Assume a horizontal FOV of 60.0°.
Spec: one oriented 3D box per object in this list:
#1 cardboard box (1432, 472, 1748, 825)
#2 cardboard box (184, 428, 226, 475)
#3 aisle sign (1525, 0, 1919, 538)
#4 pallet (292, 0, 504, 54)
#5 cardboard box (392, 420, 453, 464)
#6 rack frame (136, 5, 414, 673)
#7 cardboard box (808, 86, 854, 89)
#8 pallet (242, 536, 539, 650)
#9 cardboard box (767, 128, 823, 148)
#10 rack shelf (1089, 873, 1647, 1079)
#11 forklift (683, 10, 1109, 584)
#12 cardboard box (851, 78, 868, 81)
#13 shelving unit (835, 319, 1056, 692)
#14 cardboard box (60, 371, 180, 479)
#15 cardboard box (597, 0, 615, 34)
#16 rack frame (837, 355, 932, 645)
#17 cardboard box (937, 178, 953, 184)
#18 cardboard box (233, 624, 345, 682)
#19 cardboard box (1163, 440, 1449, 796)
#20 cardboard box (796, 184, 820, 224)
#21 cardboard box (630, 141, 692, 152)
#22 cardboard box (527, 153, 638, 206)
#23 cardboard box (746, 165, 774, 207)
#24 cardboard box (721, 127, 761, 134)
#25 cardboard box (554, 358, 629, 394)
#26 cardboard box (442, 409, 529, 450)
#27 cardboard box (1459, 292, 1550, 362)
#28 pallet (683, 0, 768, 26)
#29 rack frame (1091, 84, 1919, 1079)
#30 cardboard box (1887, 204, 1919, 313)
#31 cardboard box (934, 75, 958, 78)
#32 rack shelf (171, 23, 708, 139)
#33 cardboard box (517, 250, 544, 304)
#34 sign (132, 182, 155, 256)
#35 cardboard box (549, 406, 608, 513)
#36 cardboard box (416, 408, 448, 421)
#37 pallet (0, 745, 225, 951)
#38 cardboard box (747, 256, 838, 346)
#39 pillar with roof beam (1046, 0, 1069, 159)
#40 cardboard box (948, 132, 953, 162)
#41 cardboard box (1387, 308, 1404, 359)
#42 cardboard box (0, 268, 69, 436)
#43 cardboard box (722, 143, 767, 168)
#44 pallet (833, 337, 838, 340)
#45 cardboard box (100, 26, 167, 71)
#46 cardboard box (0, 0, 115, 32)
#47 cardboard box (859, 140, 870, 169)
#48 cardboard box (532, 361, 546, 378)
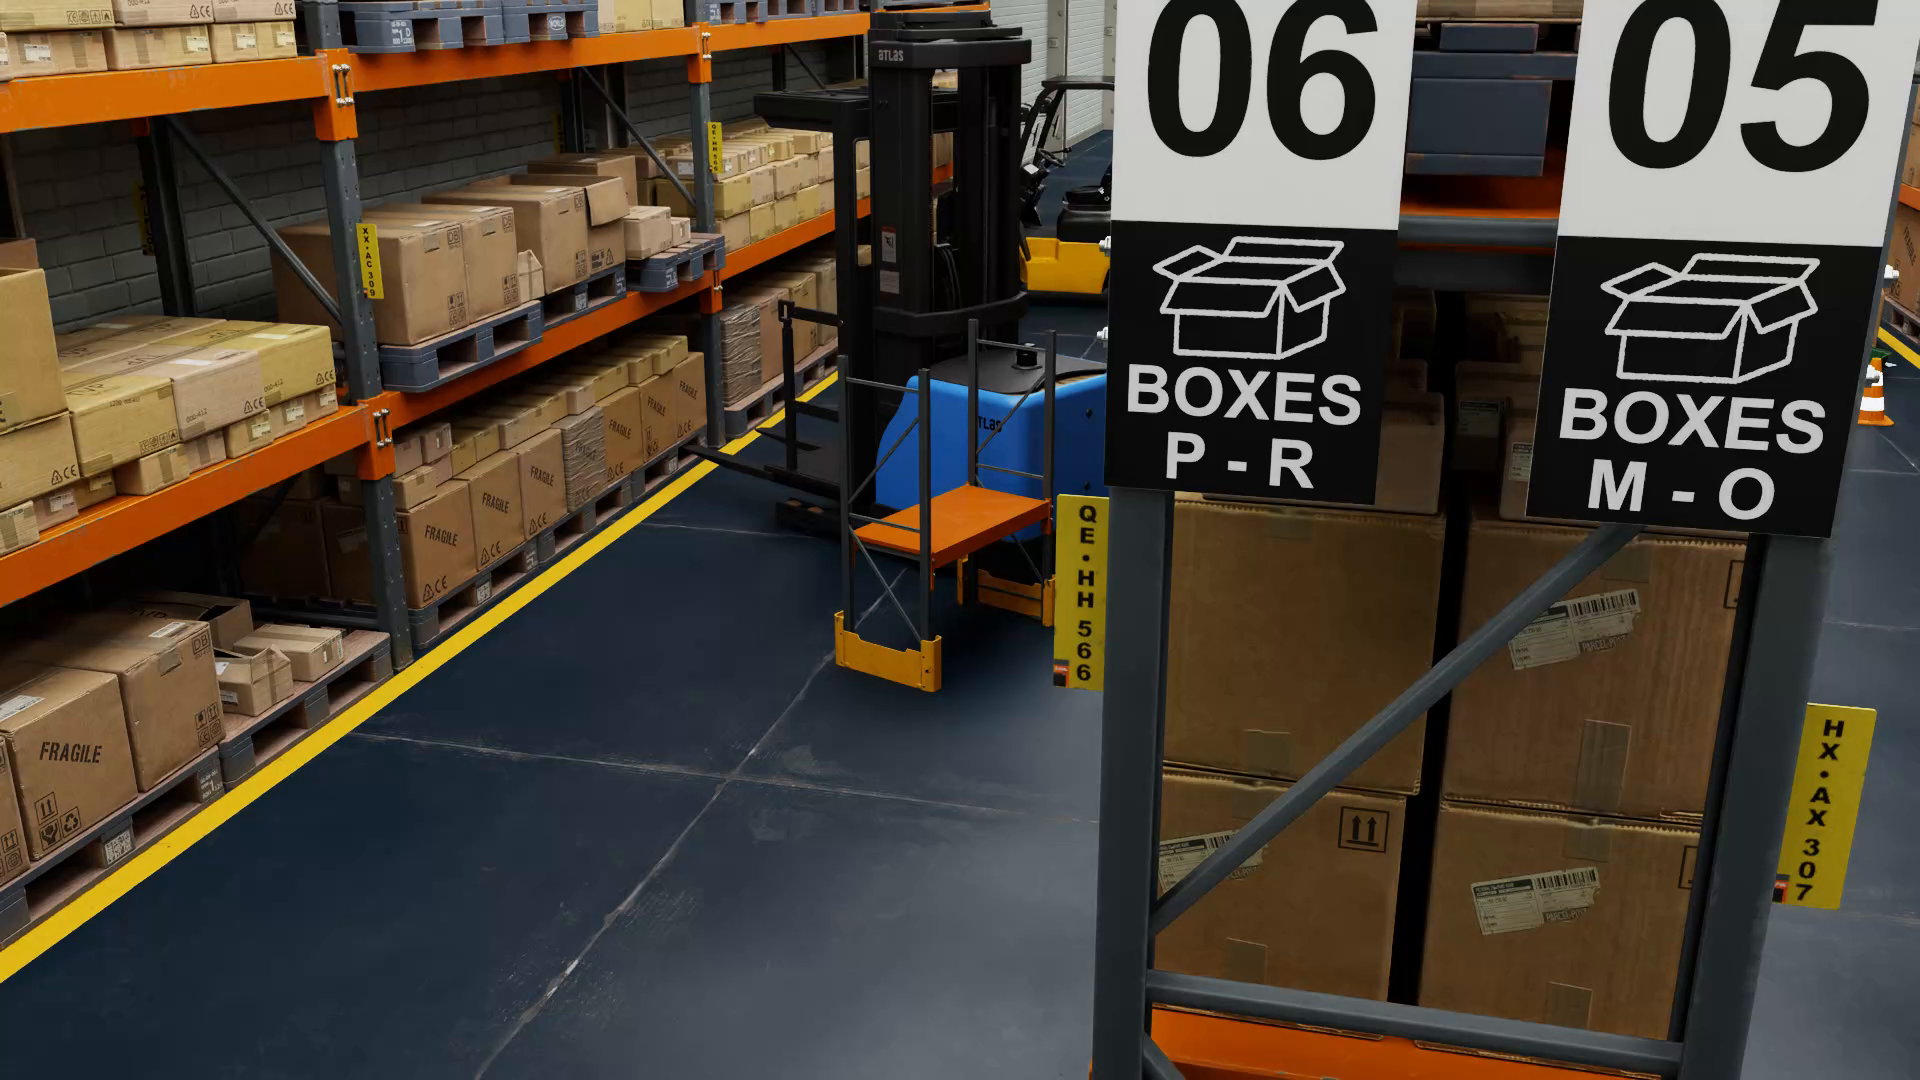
[{"bbox_3d":[1.116,0.146,2.919,0.500,0.500,0.500,4,19,12],"label":"cardboard box"},{"bbox_3d":[-3.120,-0.365,6.504,0.380,0.149,0.250,5,20,15],"label":"cardboard box"},{"bbox_3d":[0.987,-0.391,2.169,0.394,0.787,0.004,5,19,13],"label":"aisle sign"},{"bbox_3d":[-2.886,-2.380,7.665,1.213,0.211,1.003,5,19,13],"label":"pallet"},{"bbox_3d":[-2.751,-0.491,8.238,0.380,0.149,0.250,4,19,11],"label":"cardboard box"},{"bbox_3d":[-3.114,-0.851,7.537,1.000,3.000,0.127,5,19,13],"label":"rack frame"},{"bbox_3d":[-1.221,-4.220,15.783,0.380,0.149,0.250,4,19,12],"label":"cardboard box"},{"bbox_3d":[-2.952,0.211,8.743,1.003,0.211,1.213,5,19,13],"label":"pallet"},{"bbox_3d":[-1.311,-3.185,13.213,0.380,0.149,0.250,5,19,14],"label":"cardboard box"},{"bbox_3d":[1.212,0.508,4.674,1.077,0.370,4.000,5,19,13],"label":"rack shelf"},{"bbox_3d":[-0.458,-1.524,9.615,3.031,2.935,1.130,17,25,40],"label":"forklift"},{"bbox_3d":[-0.893,-4.620,16.954,0.380,0.149,0.250,4,19,12],"label":"cardboard box"},{"bbox_3d":[-0.049,-0.204,7.964,0.587,1.500,1.083,13,23,33],"label":"shelving unit"},{"bbox_3d":[-3.244,-0.428,6.072,0.500,0.250,0.500,5,19,13],"label":"cardboard box"},{"bbox_3d":[-2.271,-2.958,9.299,0.500,0.250,0.500,5,19,13],"label":"cardboard box"},{"bbox_3d":[-0.341,-0.073,7.581,0.500,1.500,0.032,13,23,33],"label":"rack frame"},{"bbox_3d":[0.008,-3.813,18.269,0.500,0.250,0.500,5,20,15],"label":"cardboard box"},{"bbox_3d":[-2.965,0.498,7.351,0.380,0.149,0.250,4,19,12],"label":"cardboard box"},{"bbox_3d":[0.610,0.104,3.042,0.500,0.500,0.500,5,20,15],"label":"cardboard box"},{"bbox_3d":[-1.416,-2.635,12.993,0.500,0.250,0.500,5,20,15],"label":"cardboard box"},{"bbox_3d":[-2.183,-2.826,12.163,0.380,0.149,0.250,4,19,12],"label":"cardboard box"},{"bbox_3d":[-2.414,-2.201,10.687,0.500,0.500,0.500,6,20,16],"label":"cardboard box"},{"bbox_3d":[-1.668,-2.547,11.961,0.500,0.250,0.500,5,20,15],"label":"cardboard box"},{"bbox_3d":[-1.816,-3.224,13.327,0.380,0.149,0.250,5,19,13],"label":"cardboard box"},{"bbox_3d":[-2.264,-1.006,10.206,0.380,0.149,0.250,5,20,15],"label":"cardboard box"},{"bbox_3d":[-2.573,-0.601,9.022,0.380,0.149,0.250,5,19,13],"label":"cardboard box"},{"bbox_3d":[1.308,-0.453,3.669,0.380,0.149,0.250,5,19,14],"label":"cardboard box"},{"bbox_3d":[-2.057,-3.654,11.397,1.213,0.211,1.003,6,20,16],"label":"pallet"},{"bbox_3d":[0.723,0.794,2.722,1.000,3.000,0.127,5,19,13],"label":"rack frame"},{"bbox_3d":[9.142,-2.561,15.183,0.875,0.875,0.875,4,19,13],"label":"cardboard box"},{"bbox_3d":[-0.133,-4.814,17.522,0.380,0.149,0.250,5,20,15],"label":"cardboard box"},{"bbox_3d":[-2.625,-2.556,9.004,1.077,0.370,4.000,5,19,13],"label":"rack shelf"},{"bbox_3d":[-2.402,-1.391,8.677,0.396,0.266,0.258,6,20,16],"label":"cardboard box"},{"bbox_3d":[-3.653,-1.441,7.475,0.100,0.325,0.005,5,19,13],"label":"sign"},{"bbox_3d":[-2.398,-0.486,9.687,0.500,0.500,0.500,4,19,11],"label":"cardboard box"},{"bbox_3d":[-3.037,-0.636,9.122,0.380,0.149,0.250,5,20,15],"label":"cardboard box"},{"bbox_3d":[-3.579,1.068,6.235,1.003,0.211,1.213,5,19,13],"label":"pallet"},{"bbox_3d":[-1.473,-2.026,14.002,0.875,0.625,0.625,4,19,13],"label":"cardboard box"},{"bbox_3d":[5.880,-10.725,27.165,9.100,9.000,0.400,5,19,13],"label":"pillar with roof beam"},{"bbox_3d":[-0.308,-4.162,17.076,0.500,0.500,0.500,4,19,12],"label":"cardboard box"},{"bbox_3d":[0.738,-0.406,3.532,0.380,0.149,0.250,5,20,15],"label":"cardboard box"},{"bbox_3d":[-3.353,-0.613,5.452,0.500,0.500,0.500,5,20,15],"label":"cardboard box"},{"bbox_3d":[-1.620,-2.784,12.041,0.380,0.149,0.250,5,19,14],"label":"cardboard box"},{"bbox_3d":[-1.301,-1.804,14.644,1.003,0.211,1.213,5,19,13],"label":"pallet"},{"bbox_3d":[-3.117,-1.779,6.002,0.380,0.149,0.250,5,19,13],"label":"cardboard box"},{"bbox_3d":[-3.242,-1.845,5.581,0.500,0.250,0.500,5,20,15],"label":"cardboard box"},{"bbox_3d":[-1.031,-3.350,14.312,0.500,0.250,0.500,4,19,12],"label":"cardboard box"},{"bbox_3d":[-2.797,-1.045,10.320,0.380,0.149,0.250,4,19,11],"label":"cardboard box"}]
